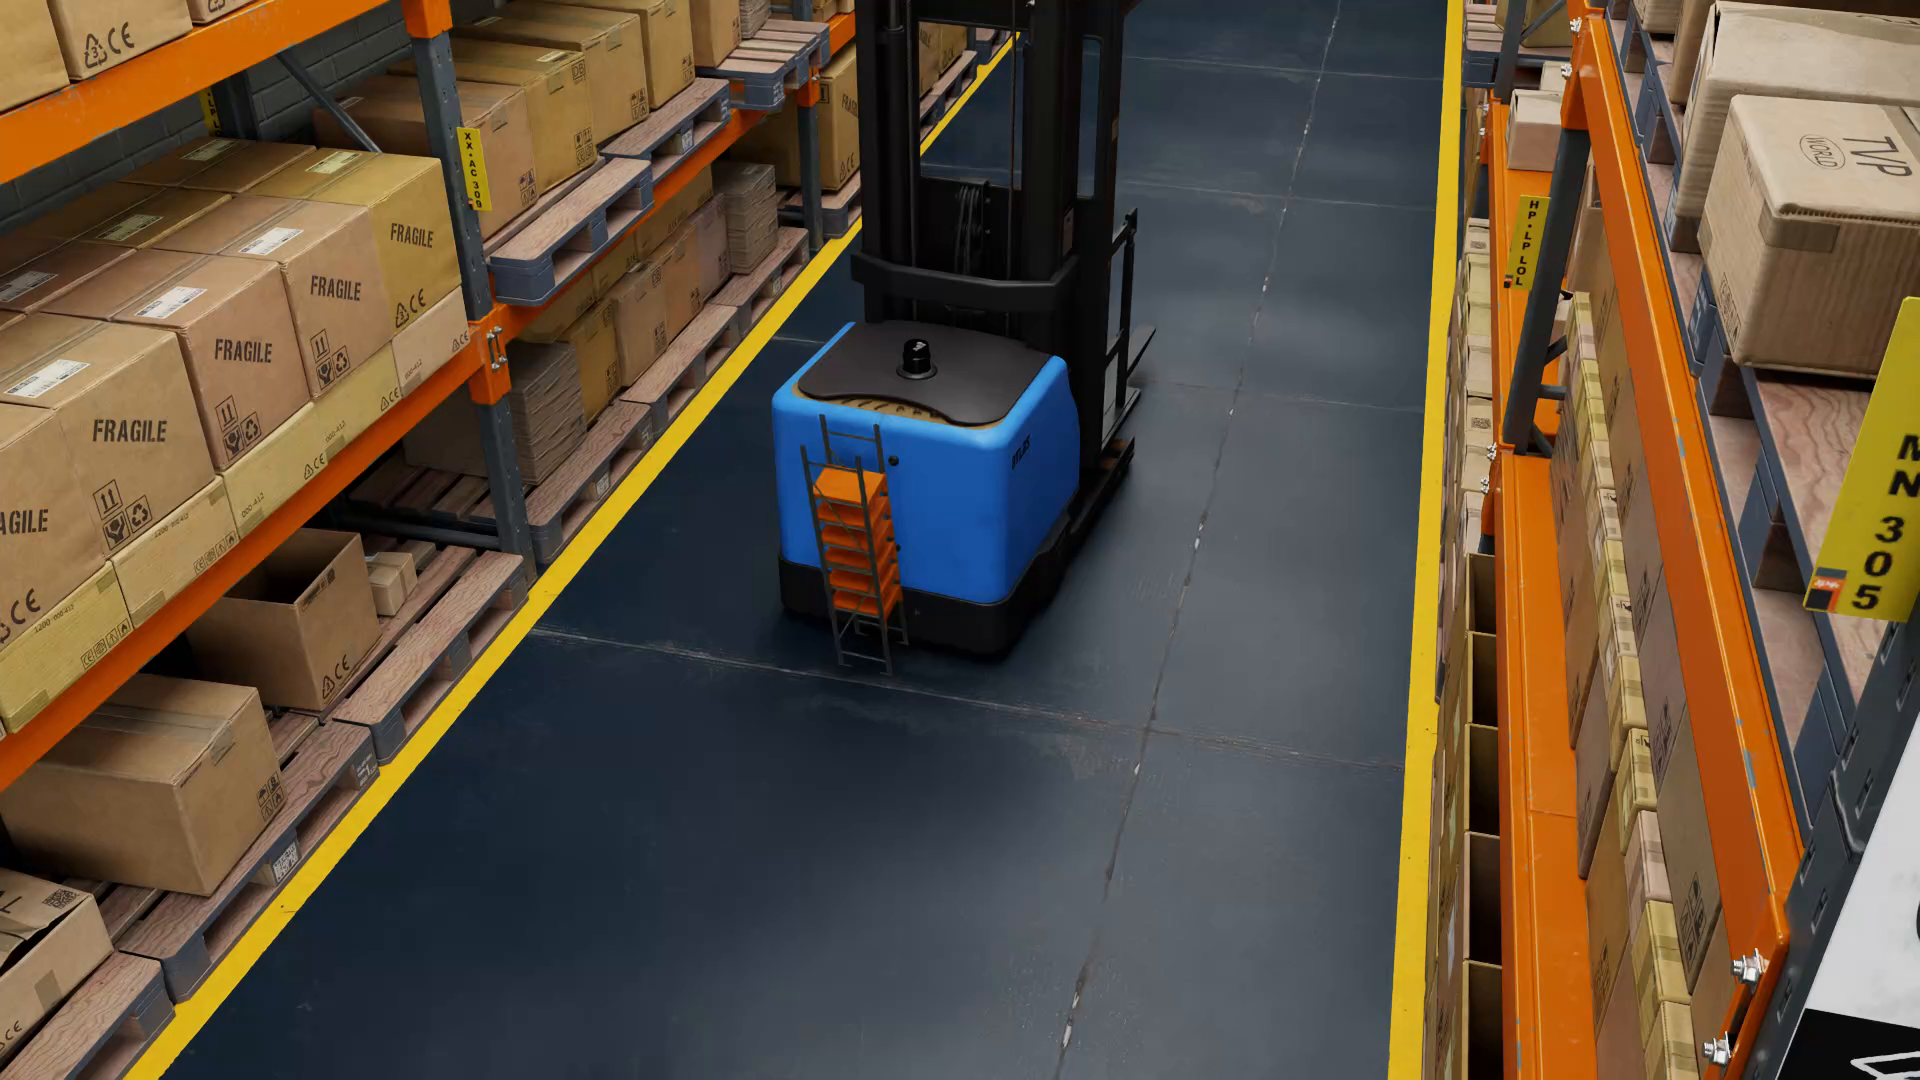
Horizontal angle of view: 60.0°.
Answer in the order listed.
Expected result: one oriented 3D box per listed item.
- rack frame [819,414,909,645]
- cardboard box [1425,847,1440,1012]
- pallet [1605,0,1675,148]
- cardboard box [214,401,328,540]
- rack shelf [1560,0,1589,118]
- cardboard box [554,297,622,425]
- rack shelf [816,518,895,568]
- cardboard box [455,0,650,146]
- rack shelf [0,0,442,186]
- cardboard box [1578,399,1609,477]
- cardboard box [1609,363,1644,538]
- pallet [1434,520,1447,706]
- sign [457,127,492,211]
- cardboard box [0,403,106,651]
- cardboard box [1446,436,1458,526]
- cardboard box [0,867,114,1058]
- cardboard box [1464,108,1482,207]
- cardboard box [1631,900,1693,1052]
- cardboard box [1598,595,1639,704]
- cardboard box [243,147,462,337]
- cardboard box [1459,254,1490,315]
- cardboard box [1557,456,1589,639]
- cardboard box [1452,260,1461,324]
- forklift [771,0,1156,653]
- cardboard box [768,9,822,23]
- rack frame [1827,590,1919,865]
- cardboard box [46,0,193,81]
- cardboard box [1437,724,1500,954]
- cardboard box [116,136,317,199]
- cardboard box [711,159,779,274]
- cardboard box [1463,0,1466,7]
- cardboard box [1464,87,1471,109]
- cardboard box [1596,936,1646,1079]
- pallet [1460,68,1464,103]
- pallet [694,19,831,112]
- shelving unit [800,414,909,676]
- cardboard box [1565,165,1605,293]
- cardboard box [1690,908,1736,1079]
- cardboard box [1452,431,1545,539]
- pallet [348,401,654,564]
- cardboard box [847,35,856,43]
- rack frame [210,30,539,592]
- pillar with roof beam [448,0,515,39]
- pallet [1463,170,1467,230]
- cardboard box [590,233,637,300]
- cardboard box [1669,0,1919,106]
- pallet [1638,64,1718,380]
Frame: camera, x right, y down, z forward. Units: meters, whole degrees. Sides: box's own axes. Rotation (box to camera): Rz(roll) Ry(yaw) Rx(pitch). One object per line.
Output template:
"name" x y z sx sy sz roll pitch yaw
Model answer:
"rack frame" -0.371 -0.016 6.609 0.240 1.200 0.006 11 46 17
"cardboard box" 1.724 1.247 5.165 0.500 0.250 0.500 8 33 12
"pallet" 2.207 -1.236 4.185 1.003 0.211 1.213 8 33 12
"cardboard box" -2.468 -0.264 5.490 0.500 0.250 0.500 8 33 12
"rack shelf" 2.906 -2.454 6.688 1.077 0.370 4.000 8 33 12
"cardboard box" -2.141 -0.916 8.315 0.700 0.500 0.500 7 33 11
"rack shelf" -0.408 -0.010 6.496 0.258 0.103 0.180 11 46 17
"cardboard box" -1.946 -2.248 7.987 0.700 0.500 0.500 13 35 19
"rack shelf" -2.901 -1.050 4.481 1.077 0.370 4.000 8 33 12
"cardboard box" 1.950 -0.256 4.658 0.380 0.149 0.250 8 33 12
"cardboard box" 2.037 -0.290 4.108 0.700 0.500 0.500 8 33 12
"pallet" 2.548 0.336 7.025 1.003 0.211 1.213 8 33 12
"sign" -1.867 -1.421 6.383 0.100 0.325 0.005 8 33 12
"cardboard box" -2.725 -0.041 4.441 0.500 0.500 0.500 7 33 11
"cardboard box" 2.483 -0.253 7.523 0.500 0.250 0.500 9 33 13
"cardboard box" -3.002 1.256 5.074 0.500 0.311 0.500 11 34 16
"cardboard box" 3.556 -2.446 10.721 0.500 0.500 0.500 7 33 11
"cardboard box" 1.426 0.813 2.977 0.380 0.149 0.250 8 33 12
"cardboard box" 1.688 0.277 3.821 0.380 0.149 0.250 8 33 12
"cardboard box" -2.215 -1.100 6.107 0.500 0.500 0.500 8 33 12
"cardboard box" 2.872 -1.277 8.612 0.500 0.311 0.500 7 33 11
"cardboard box" 2.164 0.010 4.845 0.700 0.500 0.500 8 33 12
"cardboard box" 2.997 -1.314 9.193 0.500 0.250 0.500 8 33 12
"forklift" 0.226 -1.551 7.458 1.130 2.935 3.031 12 34 18
"cardboard box" -1.071 -3.243 10.272 0.380 0.149 0.250 8 33 12
"rack frame" 1.383 -0.910 0.793 1.000 3.000 0.127 8 33 12
"cardboard box" -2.528 -1.593 4.553 0.500 0.500 0.500 7 33 10
"cardboard box" 1.724 0.930 4.964 0.500 0.500 0.500 8 33 12
"cardboard box" -2.715 -1.172 6.220 0.500 0.500 0.500 7 33 11
"cardboard box" -1.511 -1.952 9.944 0.700 0.500 0.500 8 33 13
"cardboard box" 4.778 -4.944 14.883 0.500 0.250 0.500 8 33 12
"cardboard box" 4.070 -3.518 12.408 0.500 0.500 0.500 7 33 10
"cardboard box" 1.643 1.066 3.184 0.700 0.500 0.500 9 34 14
"pallet" 4.604 -3.784 13.506 1.003 0.211 1.213 8 33 12
"pallet" -1.457 -2.736 9.437 1.213 0.211 1.003 8 33 12
"shelving unit" -0.402 0.045 6.548 0.258 1.200 0.189 11 46 17
"cardboard box" 2.743 -1.165 6.694 0.500 0.500 0.500 10 34 16
"cardboard box" 1.528 0.765 2.449 0.700 0.500 0.500 8 33 13
"cardboard box" 2.350 -0.227 6.960 0.500 0.311 0.500 9 34 14
"pallet" -2.198 -0.353 8.109 1.003 0.211 1.213 8 33 12
"cardboard box" -0.837 -3.289 11.740 0.750 0.750 0.750 8 33 12
"rack frame" -2.394 -1.126 6.725 1.000 3.000 0.127 8 33 12
"pillar with roof beam" 1.619 -4.591 6.583 9.100 9.000 0.400 8 33 12
"pallet" 3.951 -2.366 11.275 1.003 0.211 1.213 8 33 12
"cardboard box" -1.986 -1.457 8.467 0.500 0.250 0.500 7 33 11
"cardboard box" 1.859 -1.162 3.368 0.797 0.503 0.637 12 34 18
"pallet" 1.896 -0.605 3.192 1.003 0.211 1.213 8 33 12
